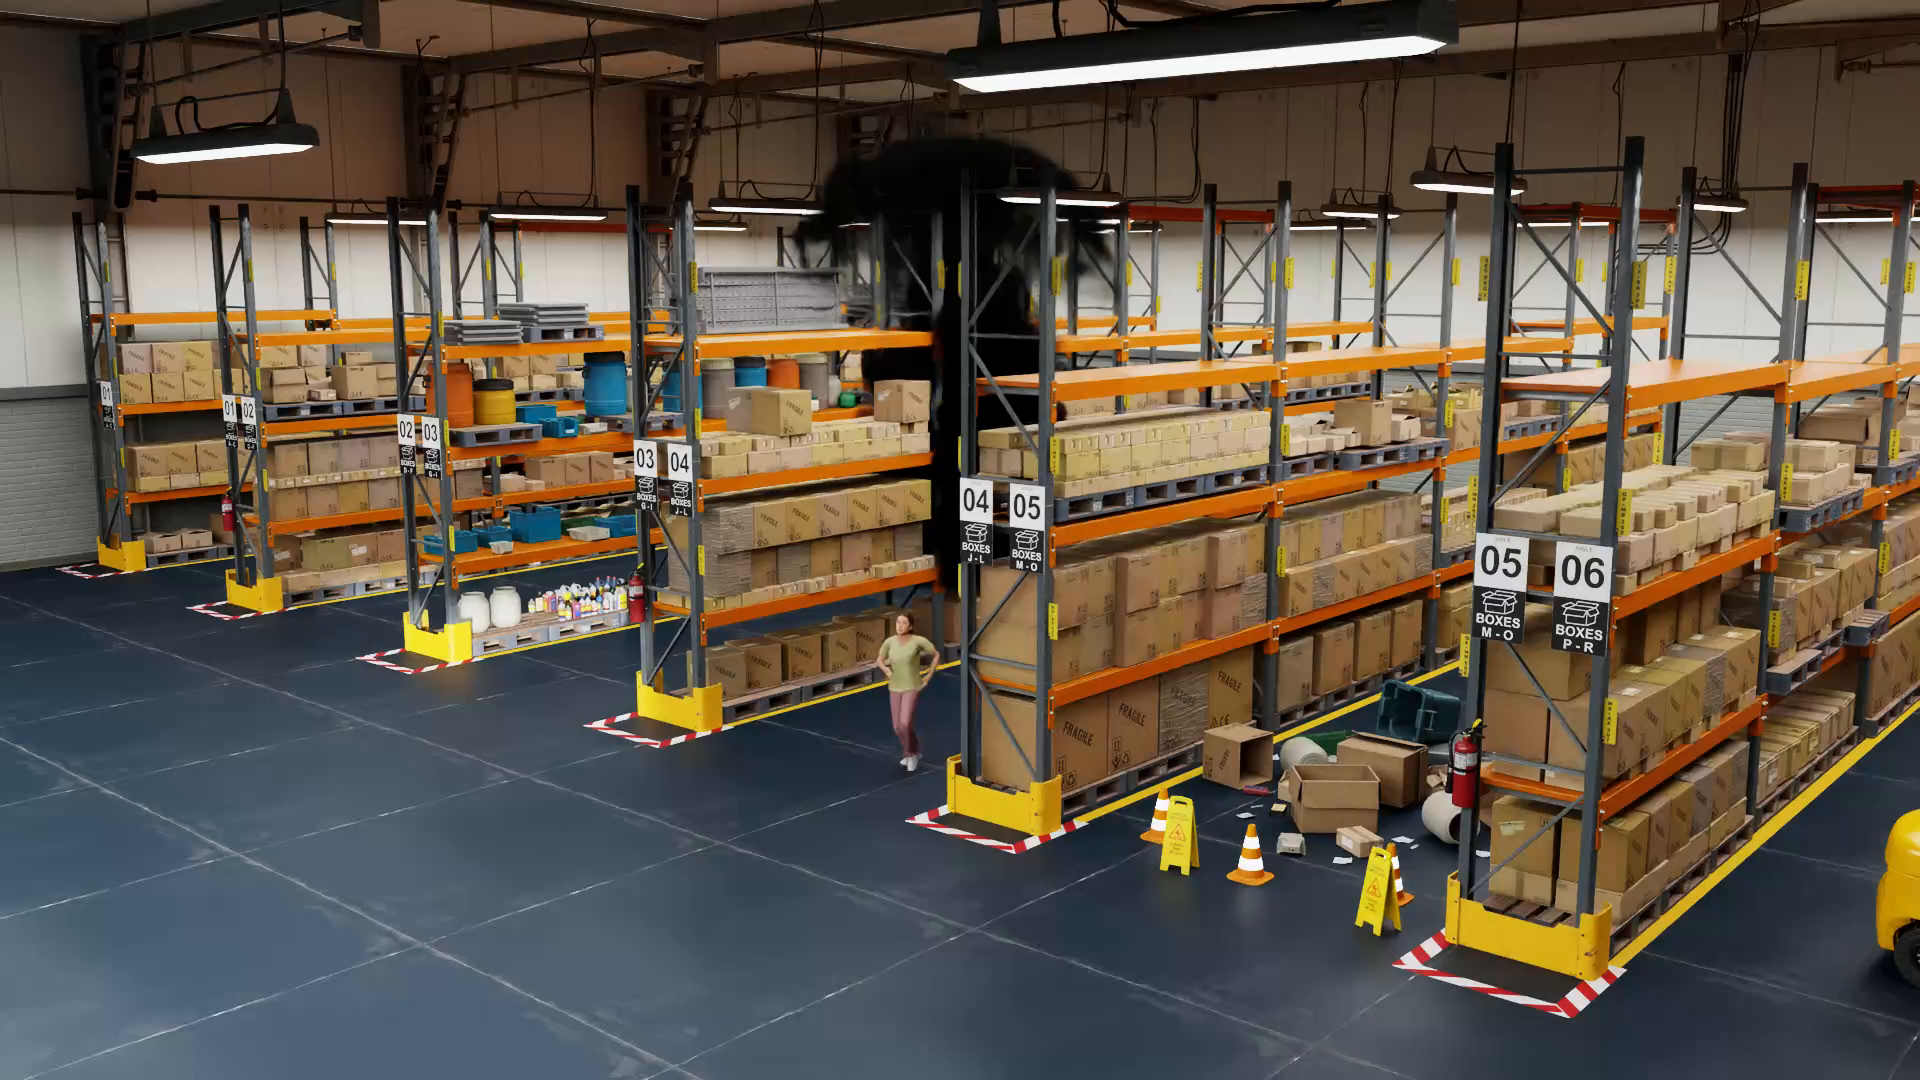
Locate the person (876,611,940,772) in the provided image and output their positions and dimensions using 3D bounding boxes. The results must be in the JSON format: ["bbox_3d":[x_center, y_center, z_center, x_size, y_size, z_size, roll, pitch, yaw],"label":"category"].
[{"bbox_3d":[-0.568,1.547,16.983,0.635,1.664,0.582,3,10,20],"label":"person"}]

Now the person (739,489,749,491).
[{"bbox_3d":[-3.610,-0.391,28.333,0.578,1.698,0.851,7,12,35],"label":"person"}]
